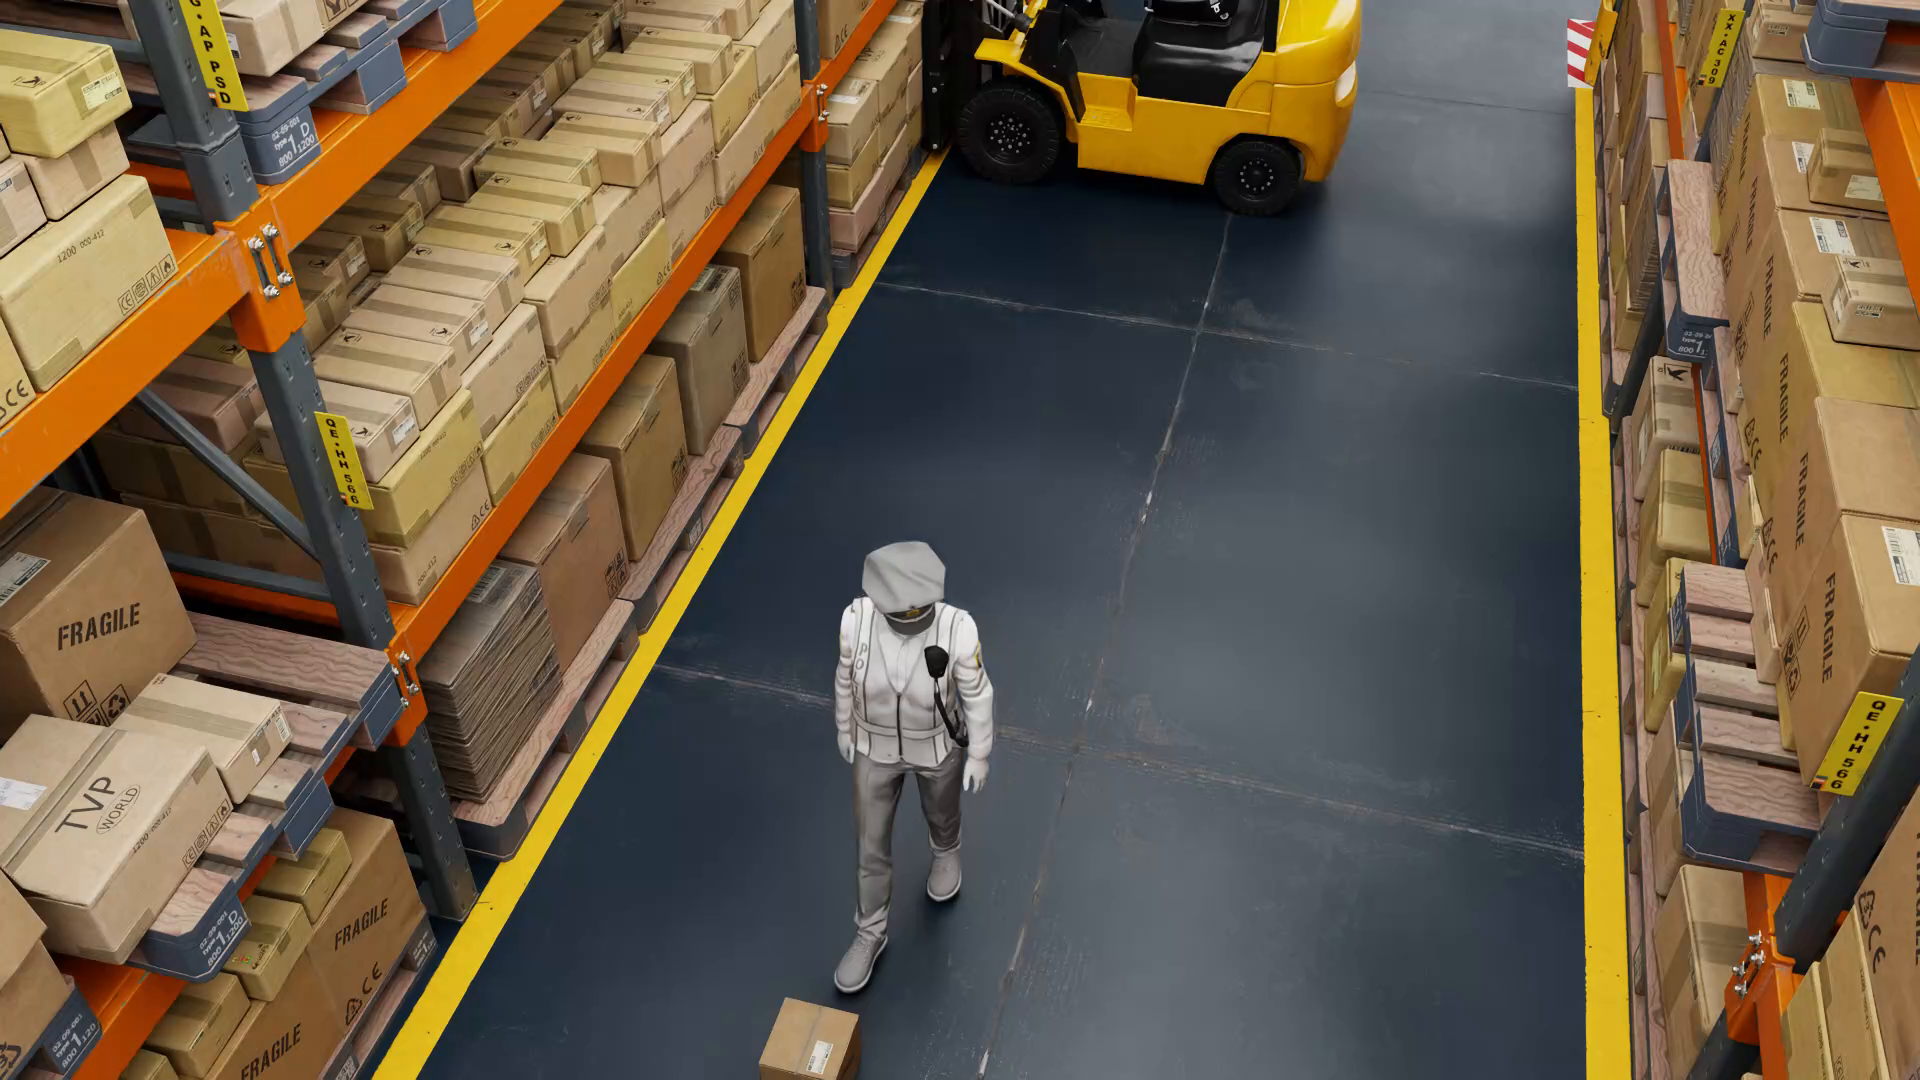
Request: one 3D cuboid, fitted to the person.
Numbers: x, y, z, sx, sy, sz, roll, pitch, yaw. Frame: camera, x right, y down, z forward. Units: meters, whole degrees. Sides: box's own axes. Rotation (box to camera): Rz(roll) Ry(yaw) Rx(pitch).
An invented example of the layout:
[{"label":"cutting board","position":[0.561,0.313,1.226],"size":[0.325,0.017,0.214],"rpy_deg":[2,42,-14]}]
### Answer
[{"label":"person","position":[-0.167,0.718,5.319],"size":[0.524,1.645,0.719],"rpy_deg":[5,42,6]}]
